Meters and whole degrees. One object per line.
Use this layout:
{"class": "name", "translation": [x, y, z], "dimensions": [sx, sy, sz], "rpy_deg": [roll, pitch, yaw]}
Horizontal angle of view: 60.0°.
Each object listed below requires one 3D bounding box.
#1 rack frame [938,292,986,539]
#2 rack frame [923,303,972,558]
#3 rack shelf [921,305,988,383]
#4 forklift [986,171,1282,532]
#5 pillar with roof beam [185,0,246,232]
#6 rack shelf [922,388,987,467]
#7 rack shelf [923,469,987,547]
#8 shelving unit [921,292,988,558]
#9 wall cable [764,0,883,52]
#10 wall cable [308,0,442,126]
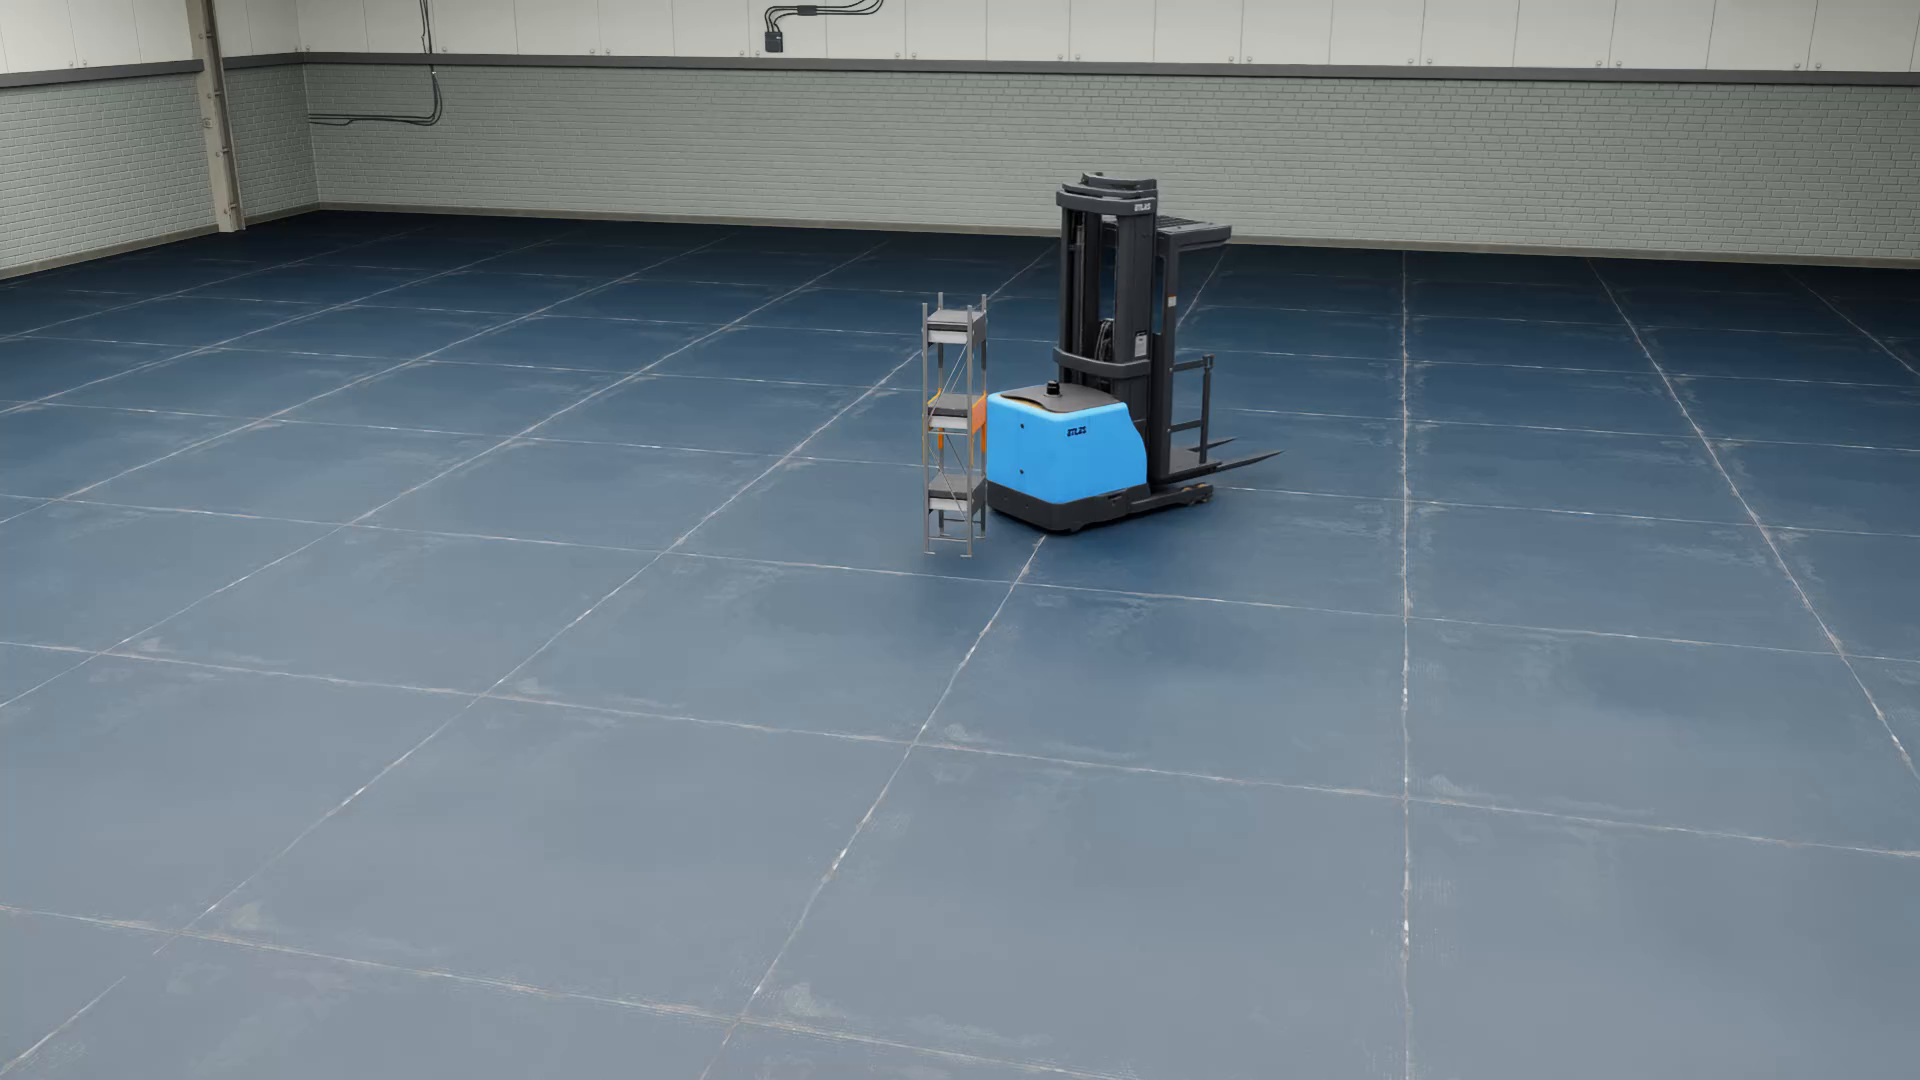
{"class": "rack frame", "translation": [0.019, -1.018, 13.920], "dimensions": [0.400, 2.100, 0.015], "rpy_deg": [5, 19, 13]}
{"class": "rack frame", "translation": [-0.100, -0.865, 13.472], "dimensions": [0.400, 2.100, 0.015], "rpy_deg": [5, 19, 13]}
{"class": "rack shelf", "translation": [-0.040, -1.591, 13.474], "dimensions": [0.431, 0.518, 0.480], "rpy_deg": [5, 19, 13]}
{"class": "forklift", "translation": [1.697, -1.817, 14.972], "dimensions": [3.031, 2.935, 1.130], "rpy_deg": [-14, 23, -35]}
{"class": "pillar with roof beam", "translation": [-9.481, -9.726, 28.741], "dimensions": [9.100, 9.000, 0.400], "rpy_deg": [5, 19, 13]}
{"class": "rack shelf", "translation": [-0.040, -0.929, 13.701], "dimensions": [0.431, 0.518, 0.480], "rpy_deg": [5, 19, 13]}
{"class": "rack shelf", "translation": [-0.040, -0.266, 13.927], "dimensions": [0.431, 0.518, 0.480], "rpy_deg": [5, 19, 13]}
{"class": "shelving unit", "translation": [-0.040, -0.942, 13.696], "dimensions": [0.431, 2.100, 0.503], "rpy_deg": [5, 19, 13]}
{"class": "wall cable", "translation": [-2.452, -11.740, 29.374], "dimensions": [2.305, 6.003, 0.169], "rpy_deg": [5, 19, 13]}
{"class": "wall cable", "translation": [-11.654, -9.416, 32.636], "dimensions": [3.097, 2.526, 0.112], "rpy_deg": [5, 19, 13]}
